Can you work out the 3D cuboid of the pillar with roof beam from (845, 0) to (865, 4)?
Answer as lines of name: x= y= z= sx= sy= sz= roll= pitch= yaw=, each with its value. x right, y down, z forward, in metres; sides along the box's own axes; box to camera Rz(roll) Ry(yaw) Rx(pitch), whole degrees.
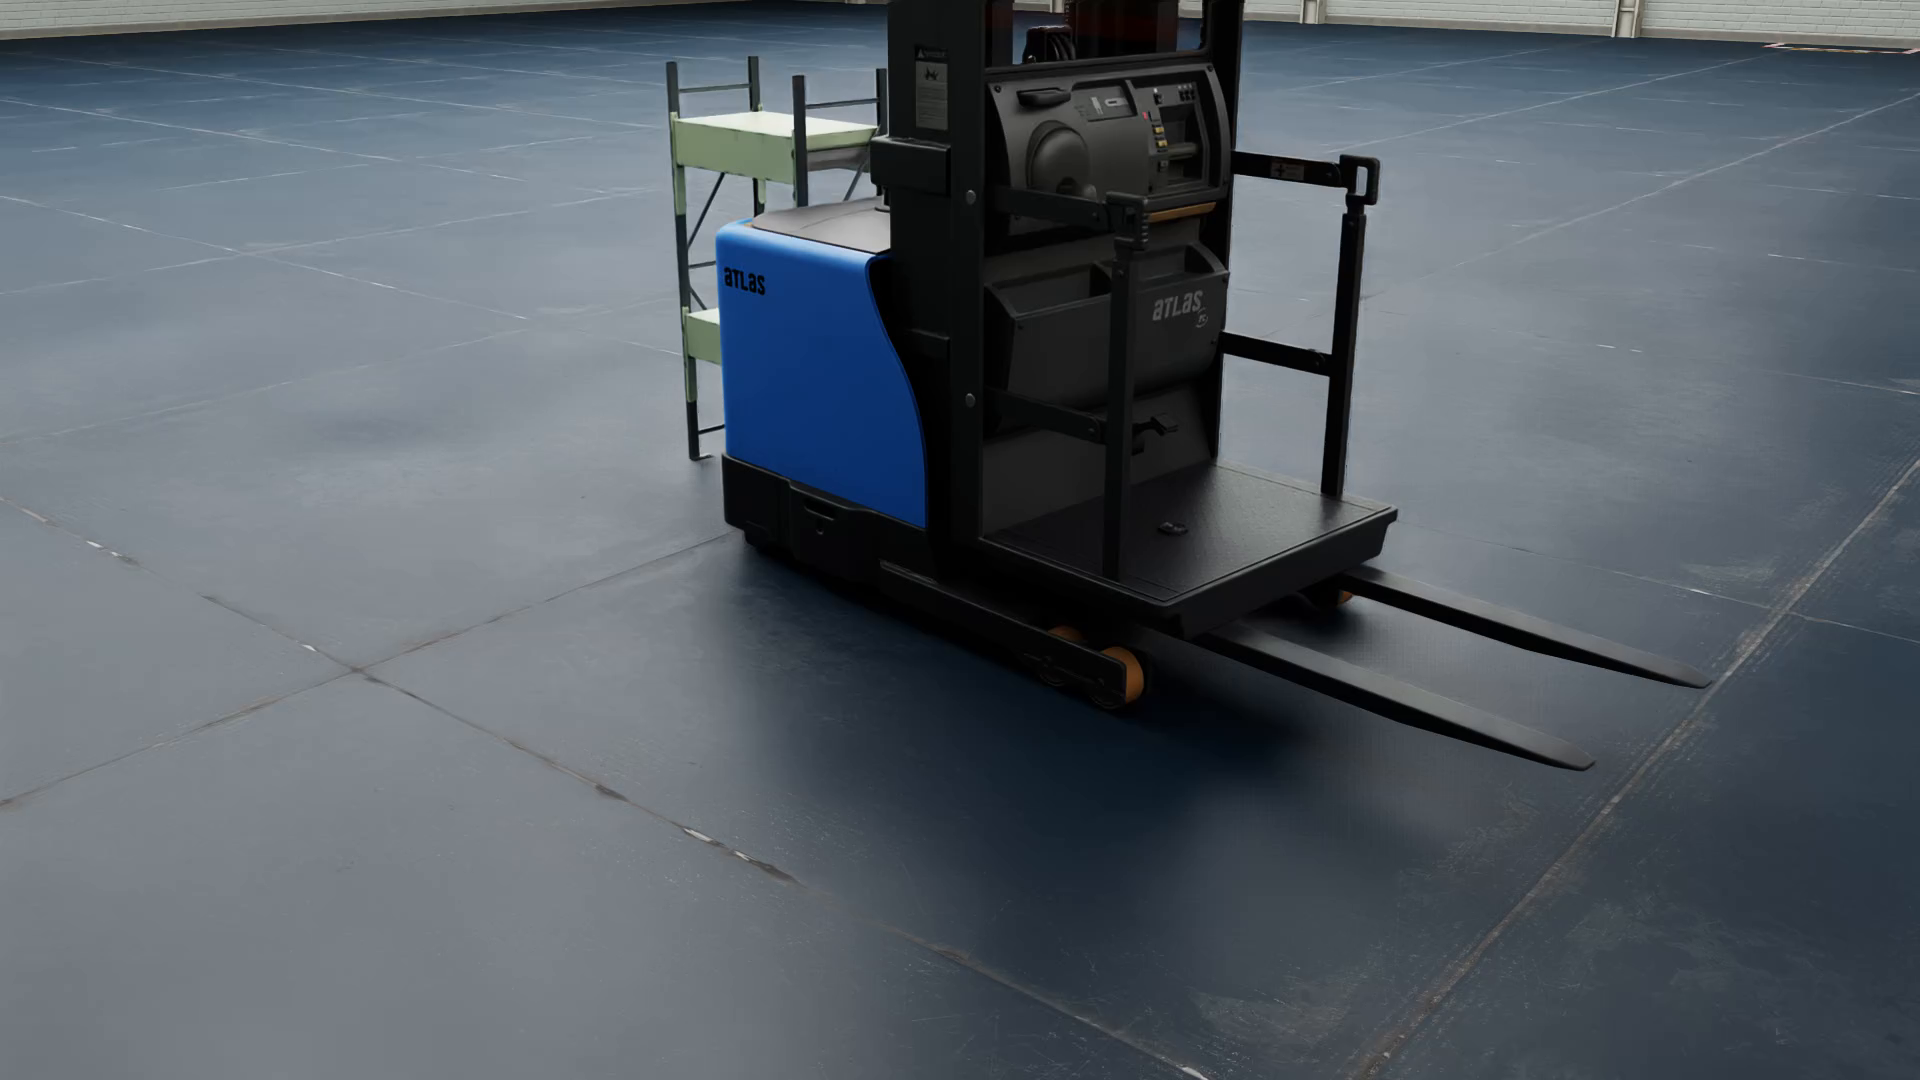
pillar with roof beam: x=-5.191 y=-15.724 z=34.611 sx=0.400 sy=9.000 sz=9.100 roll=16 pitch=26 yaw=36

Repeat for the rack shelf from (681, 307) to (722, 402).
rack shelf: x=-0.654 y=-0.664 z=6.227 sx=0.431 sy=0.370 sz=0.720 roll=-19 pitch=28 yaw=-40

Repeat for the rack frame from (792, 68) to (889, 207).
rack frame: x=-0.401 y=-0.875 z=5.864 sx=0.400 sy=1.500 sz=0.023 roll=-19 pitch=28 yaw=-40

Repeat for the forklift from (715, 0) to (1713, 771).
forklift: x=0.580 y=-1.121 z=4.488 sx=1.130 sy=2.935 sz=3.031 roll=-19 pitch=28 yaw=-40

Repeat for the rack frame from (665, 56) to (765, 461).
rack frame: x=-0.906 y=-1.062 z=6.360 sx=0.400 sy=1.500 sz=0.023 roll=-19 pitch=28 yaw=-40

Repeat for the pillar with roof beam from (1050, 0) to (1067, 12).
pillar with roof beam: x=-0.543 y=-14.385 z=31.062 sx=0.400 sy=9.000 sz=9.100 roll=16 pitch=26 yaw=36

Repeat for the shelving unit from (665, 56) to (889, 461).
shelving unit: x=-0.654 y=-0.969 z=6.112 sx=0.431 sy=1.500 sz=0.755 roll=-19 pitch=28 yaw=-40

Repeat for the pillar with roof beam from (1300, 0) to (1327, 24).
pillar with roof beam: x=4.105 y=-13.047 z=27.512 sx=0.400 sy=9.000 sz=9.100 roll=16 pitch=26 yaw=36

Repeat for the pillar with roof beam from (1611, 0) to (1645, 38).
pillar with roof beam: x=8.754 y=-11.708 z=23.962 sx=0.400 sy=9.000 sz=9.100 roll=16 pitch=26 yaw=36

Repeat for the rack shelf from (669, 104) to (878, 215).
rack shelf: x=-0.654 y=-1.334 z=5.974 sx=0.431 sy=0.370 sz=0.720 roll=-19 pitch=28 yaw=-40
